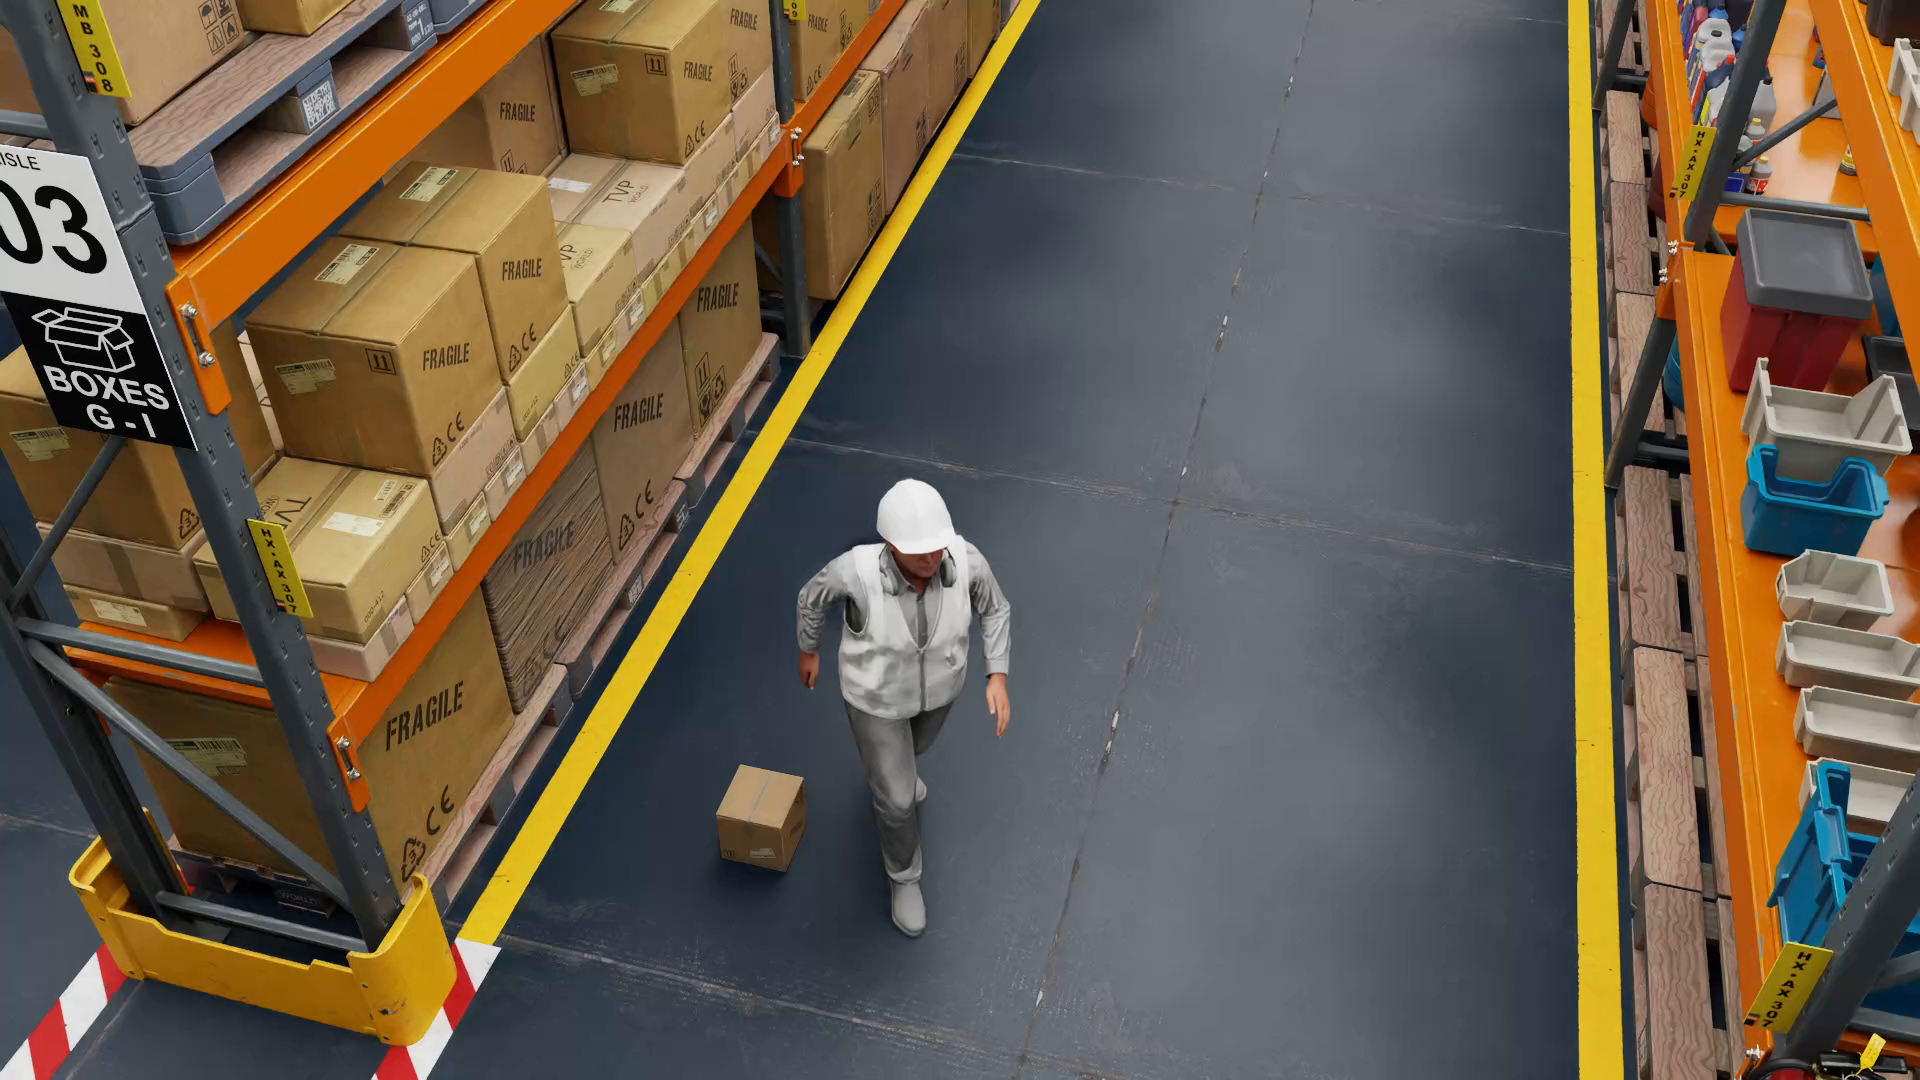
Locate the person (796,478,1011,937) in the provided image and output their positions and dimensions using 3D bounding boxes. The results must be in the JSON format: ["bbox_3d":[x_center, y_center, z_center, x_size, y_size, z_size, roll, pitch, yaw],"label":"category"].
[{"bbox_3d":[-0.179,0.456,5.596,0.661,1.773,0.811,-17,44,-19],"label":"person"}]
